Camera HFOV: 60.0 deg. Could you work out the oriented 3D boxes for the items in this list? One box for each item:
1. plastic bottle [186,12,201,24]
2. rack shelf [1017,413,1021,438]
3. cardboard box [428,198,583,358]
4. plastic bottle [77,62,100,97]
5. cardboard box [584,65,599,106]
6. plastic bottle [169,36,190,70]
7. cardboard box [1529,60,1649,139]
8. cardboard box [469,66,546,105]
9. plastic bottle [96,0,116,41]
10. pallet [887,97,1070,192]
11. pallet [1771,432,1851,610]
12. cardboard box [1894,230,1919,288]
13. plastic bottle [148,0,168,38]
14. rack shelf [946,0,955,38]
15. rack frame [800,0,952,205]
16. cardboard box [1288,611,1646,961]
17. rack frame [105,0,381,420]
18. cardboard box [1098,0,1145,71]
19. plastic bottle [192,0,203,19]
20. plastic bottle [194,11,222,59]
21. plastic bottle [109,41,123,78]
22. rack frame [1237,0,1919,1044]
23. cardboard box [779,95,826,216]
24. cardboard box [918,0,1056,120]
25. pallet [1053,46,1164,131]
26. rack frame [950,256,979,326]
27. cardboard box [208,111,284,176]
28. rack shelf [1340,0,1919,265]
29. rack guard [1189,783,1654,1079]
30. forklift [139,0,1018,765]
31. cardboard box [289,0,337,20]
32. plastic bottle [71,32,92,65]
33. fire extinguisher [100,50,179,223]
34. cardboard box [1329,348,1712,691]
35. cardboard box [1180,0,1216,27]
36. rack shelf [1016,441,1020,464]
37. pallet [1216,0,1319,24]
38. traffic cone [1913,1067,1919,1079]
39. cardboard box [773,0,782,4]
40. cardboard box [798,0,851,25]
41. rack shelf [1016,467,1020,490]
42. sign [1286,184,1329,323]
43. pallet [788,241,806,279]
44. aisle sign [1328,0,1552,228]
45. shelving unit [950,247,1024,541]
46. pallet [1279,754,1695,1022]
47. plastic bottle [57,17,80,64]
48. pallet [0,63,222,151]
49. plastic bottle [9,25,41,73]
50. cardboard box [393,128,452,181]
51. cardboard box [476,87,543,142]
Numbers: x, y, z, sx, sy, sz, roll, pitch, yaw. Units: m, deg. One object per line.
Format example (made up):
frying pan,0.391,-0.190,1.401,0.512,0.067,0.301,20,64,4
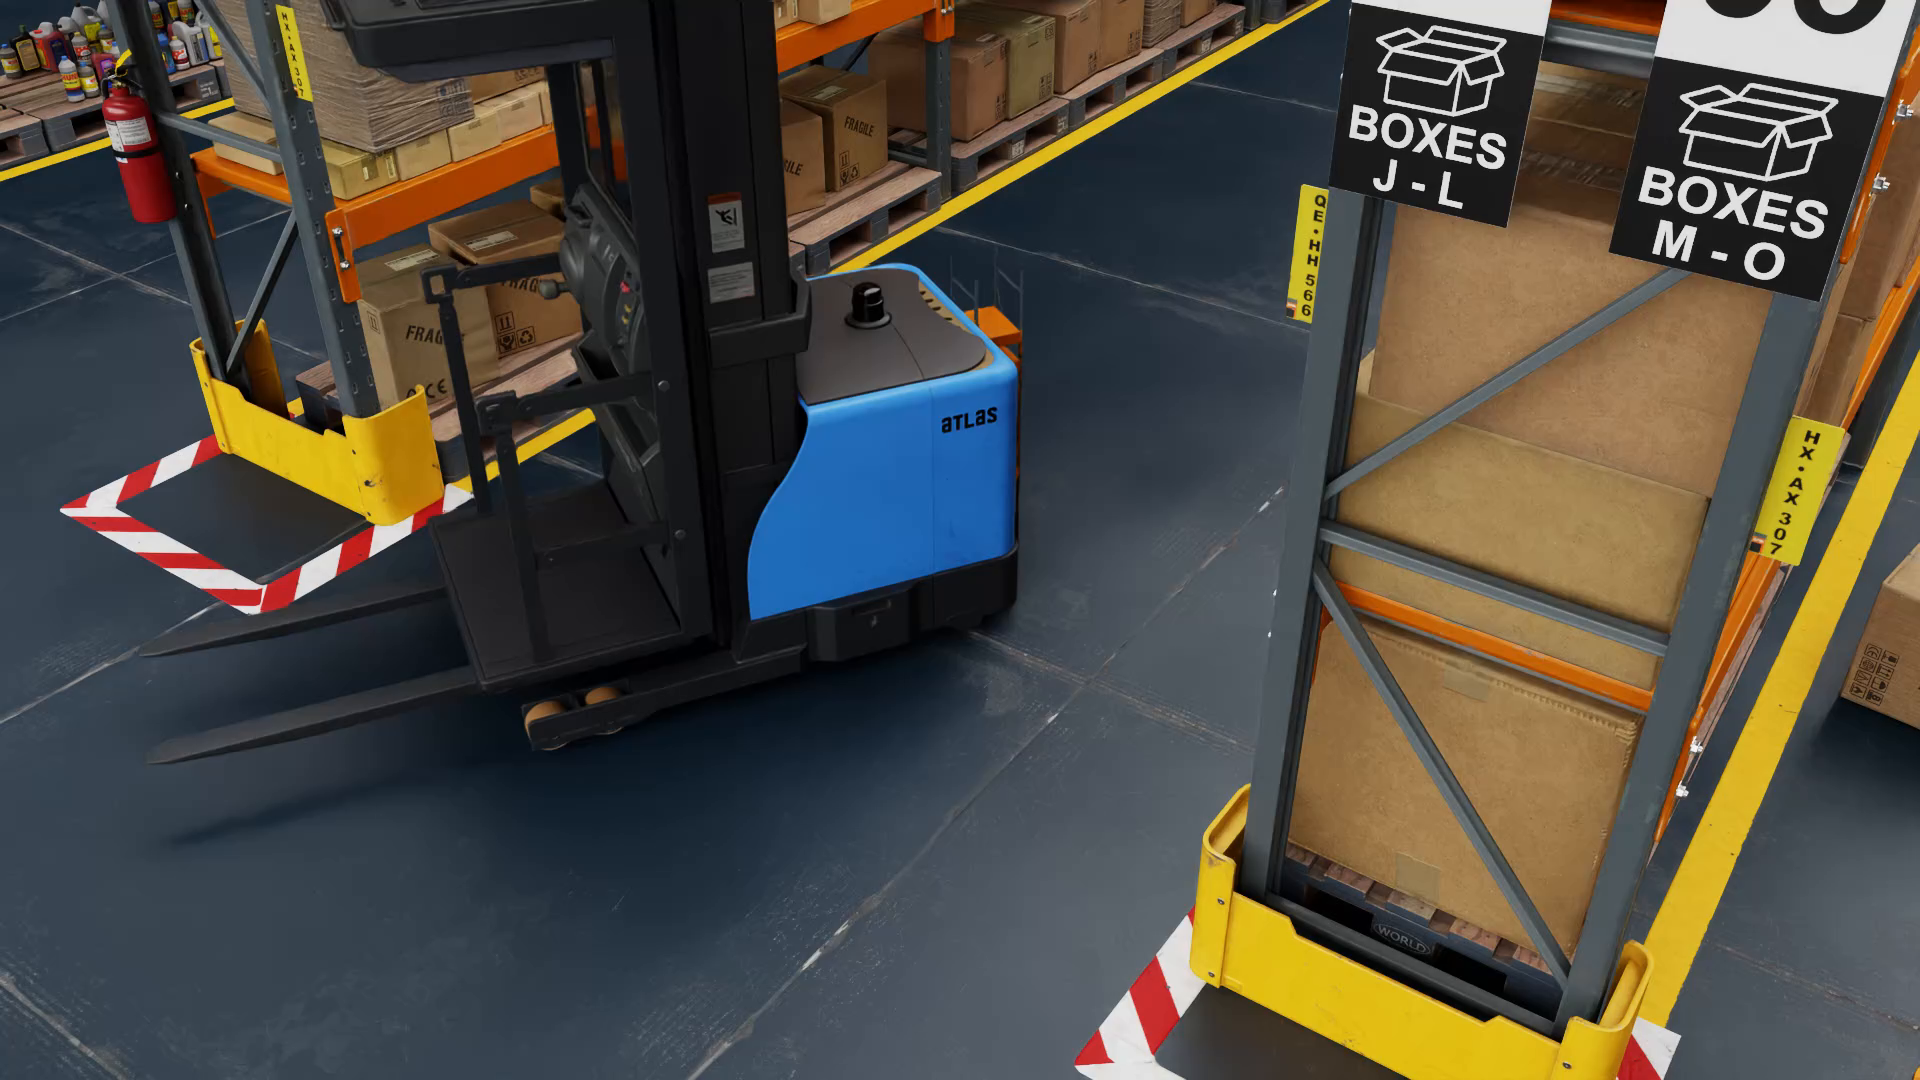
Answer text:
plastic bottle,-5.086,-3.392,11.120,0.061,0.283,0.133,21,39,28
rack shelf,0.099,-0.481,6.469,0.180,0.103,0.258,-14,37,-20
cardboard box,-2.093,-1.223,7.737,0.500,0.500,0.500,-25,41,-32
plastic bottle,-5.495,-2.904,10.472,0.097,0.201,0.097,0,34,0
cardboard box,-1.710,-2.045,7.320,0.380,0.149,0.250,21,39,28
plastic bottle,-5.128,-3.200,10.910,0.097,0.201,0.097,0,34,0
cardboard box,1.723,-0.836,4.211,0.875,0.550,0.550,21,39,28
cardboard box,-2.253,-2.194,6.962,0.875,0.500,0.500,21,39,28
plastic bottle,-5.715,-3.503,11.224,0.144,0.351,0.185,21,39,28
pallet,-0.052,-2.561,10.349,1.003,0.211,1.213,21,39,28
pallet,3.025,-0.246,6.926,1.003,0.211,1.213,21,39,28
cardboard box,3.027,-1.355,5.942,0.875,0.550,0.550,21,39,28
plastic bottle,-5.525,-3.586,11.418,0.097,0.271,0.097,0,34,0
rack shelf,0.646,-3.980,10.599,1.077,0.370,4.000,21,39,28
rack frame,-0.495,-3.357,9.037,1.000,3.000,0.127,21,39,28
cardboard box,1.574,0.487,4.874,0.875,0.875,0.875,21,40,28
rack frame,-2.775,-1.517,6.315,1.000,3.000,0.127,21,39,28
cardboard box,0.797,-3.508,11.098,0.700,0.500,0.500,25,41,32
plastic bottle,-5.246,-3.739,11.574,0.144,0.351,0.185,21,39,28
plastic bottle,-4.987,-3.399,11.070,0.144,0.351,0.185,21,39,28
plastic bottle,-5.359,-3.043,10.615,0.097,0.271,0.097,0,34,0
rack frame,1.242,0.114,3.903,1.000,3.000,0.127,21,39,28
cardboard box,-1.076,-2.059,8.973,0.500,0.500,0.500,-23,40,-30
cardboard box,0.161,-2.993,10.337,0.700,0.500,0.500,21,39,28
pallet,0.643,-3.125,11.182,1.003,0.211,1.213,21,39,28
rack frame,0.016,-0.497,6.413,0.006,1.200,0.240,-14,37,-20
cardboard box,-2.782,-1.610,6.677,0.380,0.149,0.250,21,39,28
rack shelf,2.382,-1.751,4.626,1.077,0.370,4.000,21,39,28
rack guard,1.228,1.161,4.587,1.175,0.500,0.348,21,39,28
forklift,-1.347,-0.833,5.366,3.031,2.935,1.130,-14,37,-20
cardboard box,-2.238,-2.261,6.169,0.500,0.500,0.500,21,39,28
plastic bottle,-5.799,-3.247,10.979,0.097,0.201,0.097,0,34,0
fire extinguisher,-3.219,-1.579,6.476,0.296,0.674,0.183,21,39,28
cardboard box,1.416,-0.133,4.135,0.875,0.550,0.550,21,39,28
cardboard box,1.421,-4.030,11.871,0.700,0.500,0.500,19,38,26
rack shelf,0.099,-0.381,6.536,0.180,0.103,0.258,-14,37,-20
pallet,2.298,-4.382,13.041,1.003,0.211,1.213,21,39,28
traffic cone,2.711,1.374,4.305,0.336,0.463,0.334,21,39,28
cardboard box,-1.318,-2.853,7.937,0.875,0.500,0.500,21,39,28
cardboard box,-0.769,-2.702,8.292,0.380,0.149,0.250,21,39,28
rack shelf,0.099,-0.282,6.603,0.180,0.103,0.258,-14,37,-20
sign,0.804,-0.643,3.778,0.100,0.325,0.005,21,39,28
pallet,-1.543,-1.318,8.511,1.003,0.211,1.213,21,39,28
aisle sign,0.955,-1.026,3.269,0.394,0.787,0.004,21,39,28
shelving unit,0.099,-0.517,6.444,0.189,1.200,0.258,-14,37,-20
pallet,1.633,0.876,5.266,1.003,0.211,1.213,21,39,28
plastic bottle,-5.912,-3.309,11.004,0.152,0.276,0.135,20,39,27
pallet,-5.676,-2.925,10.886,1.003,0.211,1.213,21,39,28
plastic bottle,-6.106,-3.200,10.837,0.061,0.283,0.133,22,40,29
cardboard box,-2.259,-1.576,6.628,0.380,0.149,0.250,21,39,28
cardboard box,-1.978,-1.808,6.971,0.380,0.149,0.250,21,39,28
